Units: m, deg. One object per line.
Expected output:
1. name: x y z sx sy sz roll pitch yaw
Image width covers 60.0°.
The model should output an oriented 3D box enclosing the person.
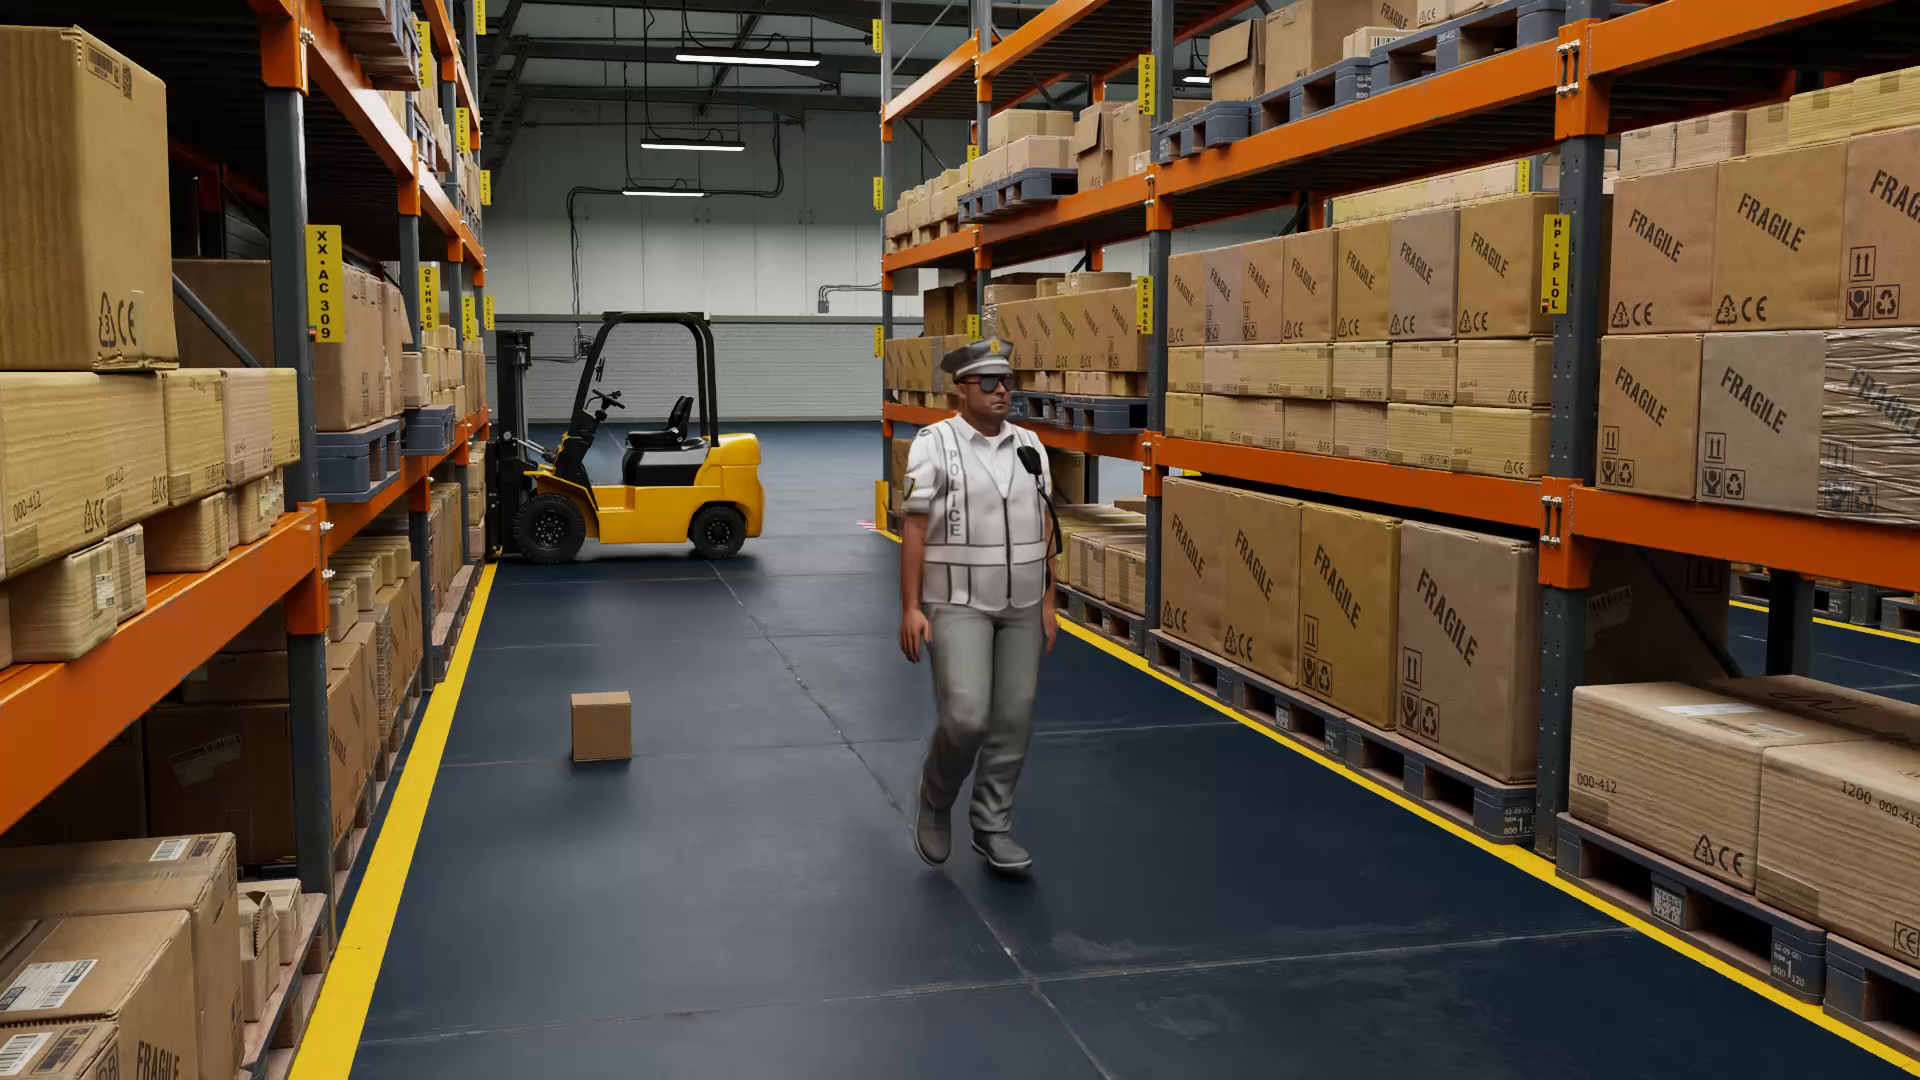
1. person: 0.084 0.220 5.546 0.564 1.785 0.476 -3 7 -27
